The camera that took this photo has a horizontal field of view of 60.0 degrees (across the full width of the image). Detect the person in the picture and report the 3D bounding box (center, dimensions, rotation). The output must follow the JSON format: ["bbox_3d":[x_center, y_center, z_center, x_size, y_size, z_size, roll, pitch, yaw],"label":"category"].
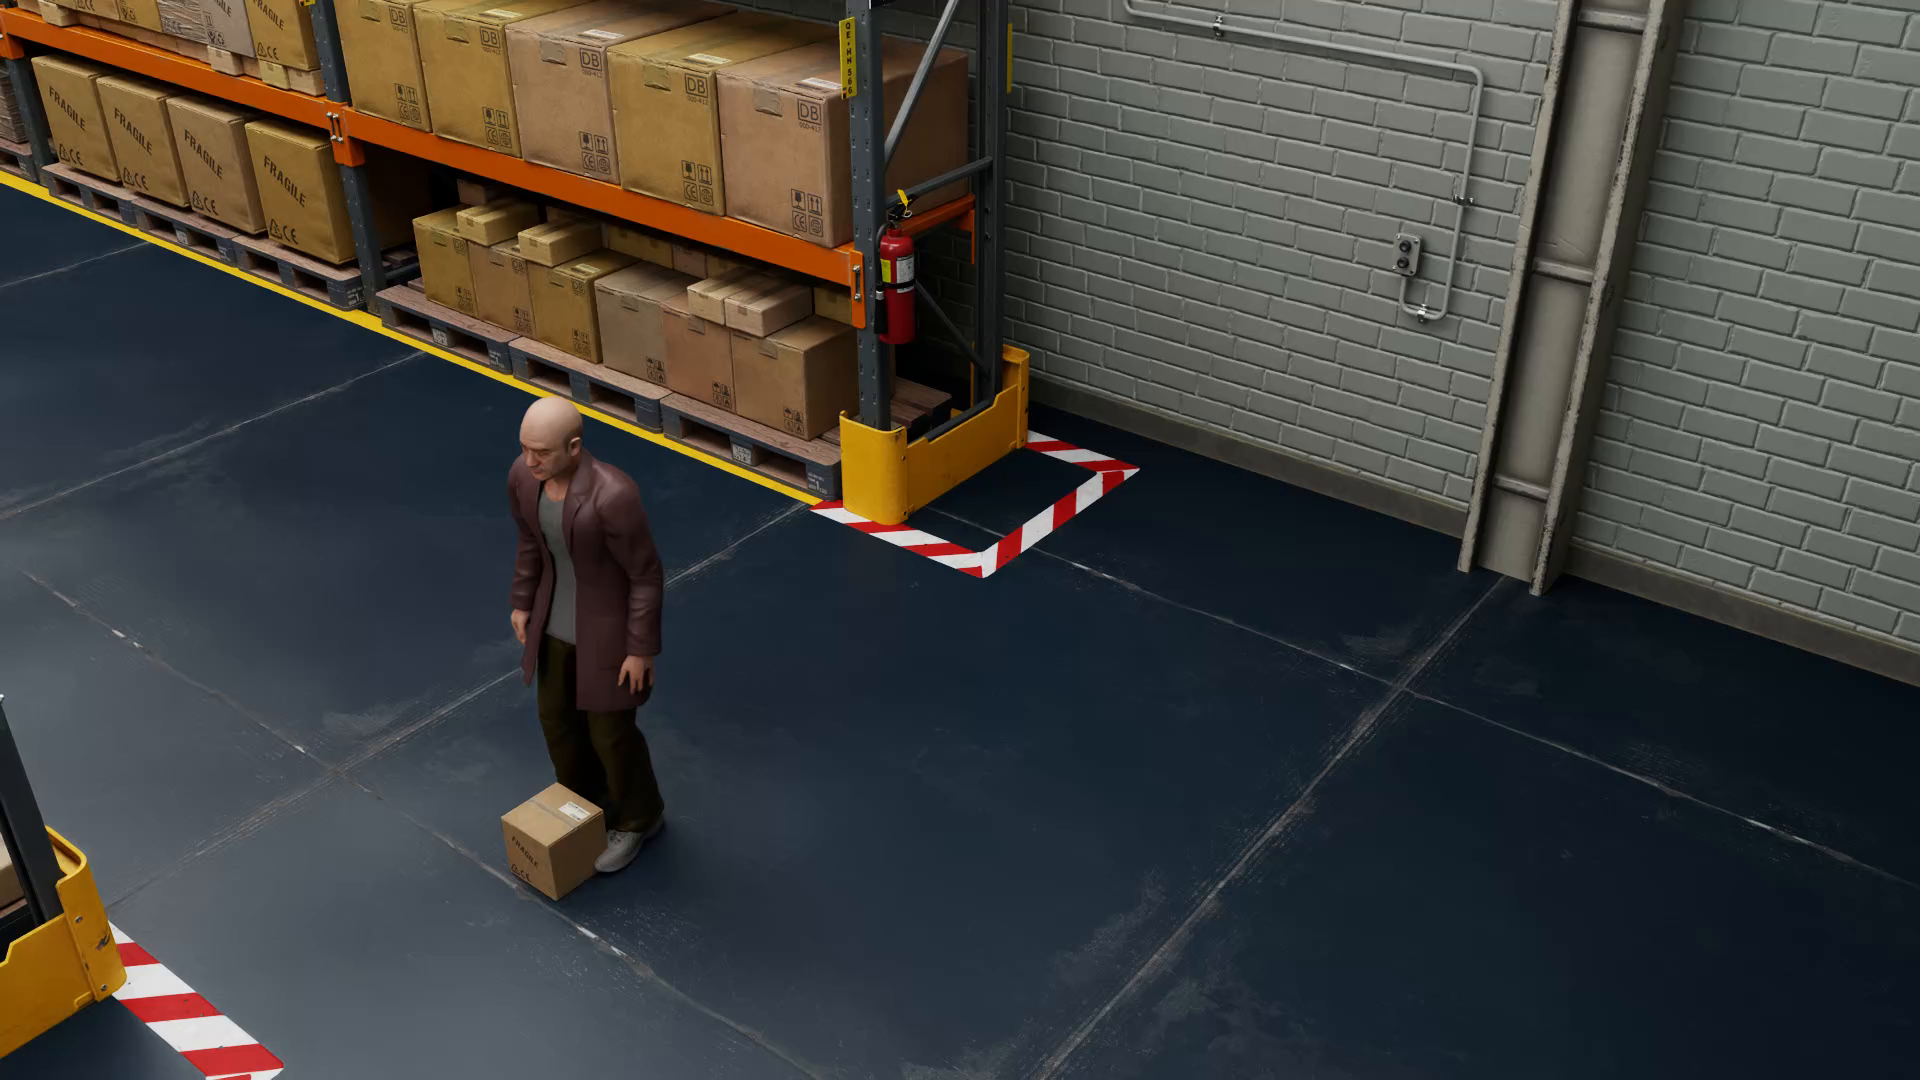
[{"bbox_3d":[-1.268,0.382,5.680,0.649,1.590,0.429,19,35,28],"label":"person"}]
